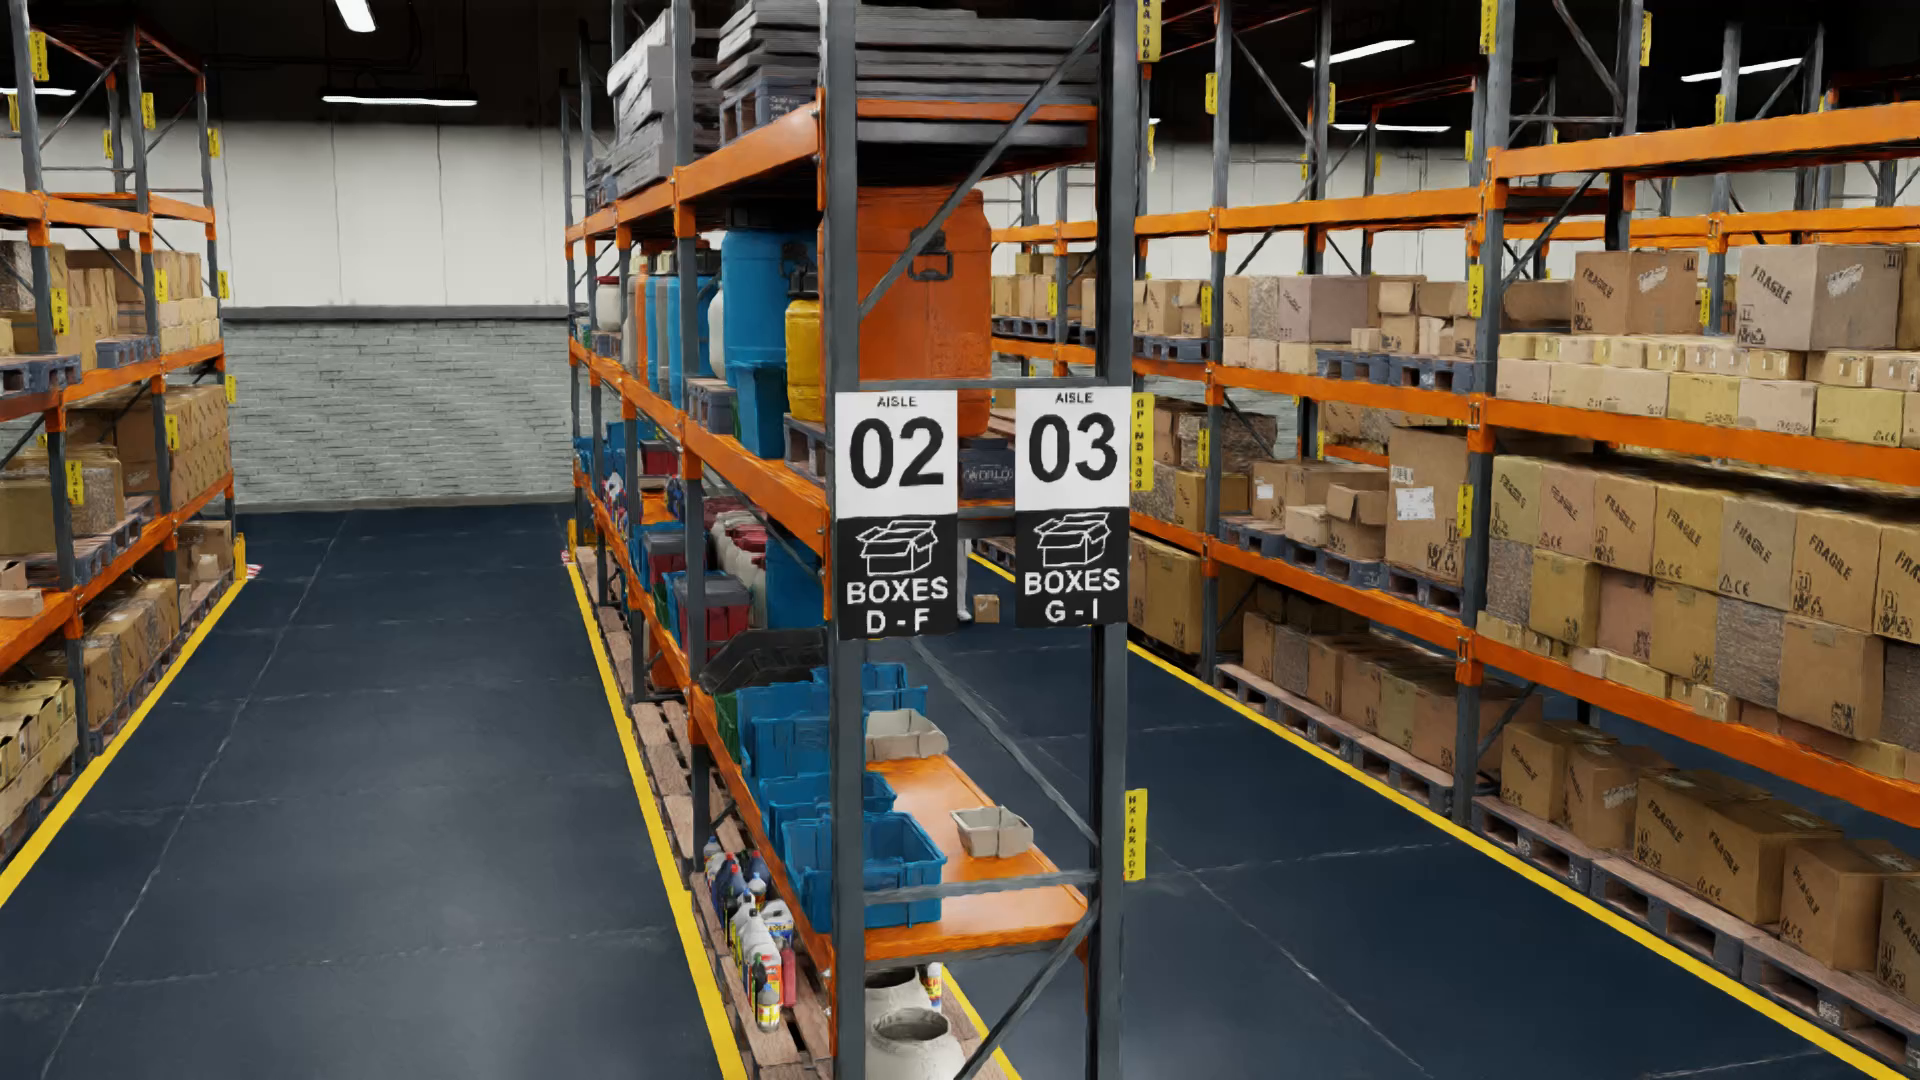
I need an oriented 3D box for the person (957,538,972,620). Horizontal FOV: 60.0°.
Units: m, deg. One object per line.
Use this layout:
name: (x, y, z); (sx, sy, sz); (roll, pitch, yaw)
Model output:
person: (-0.088, -0.064, 17.181); (0.626, 1.794, 0.510); (-7, 12, -38)
